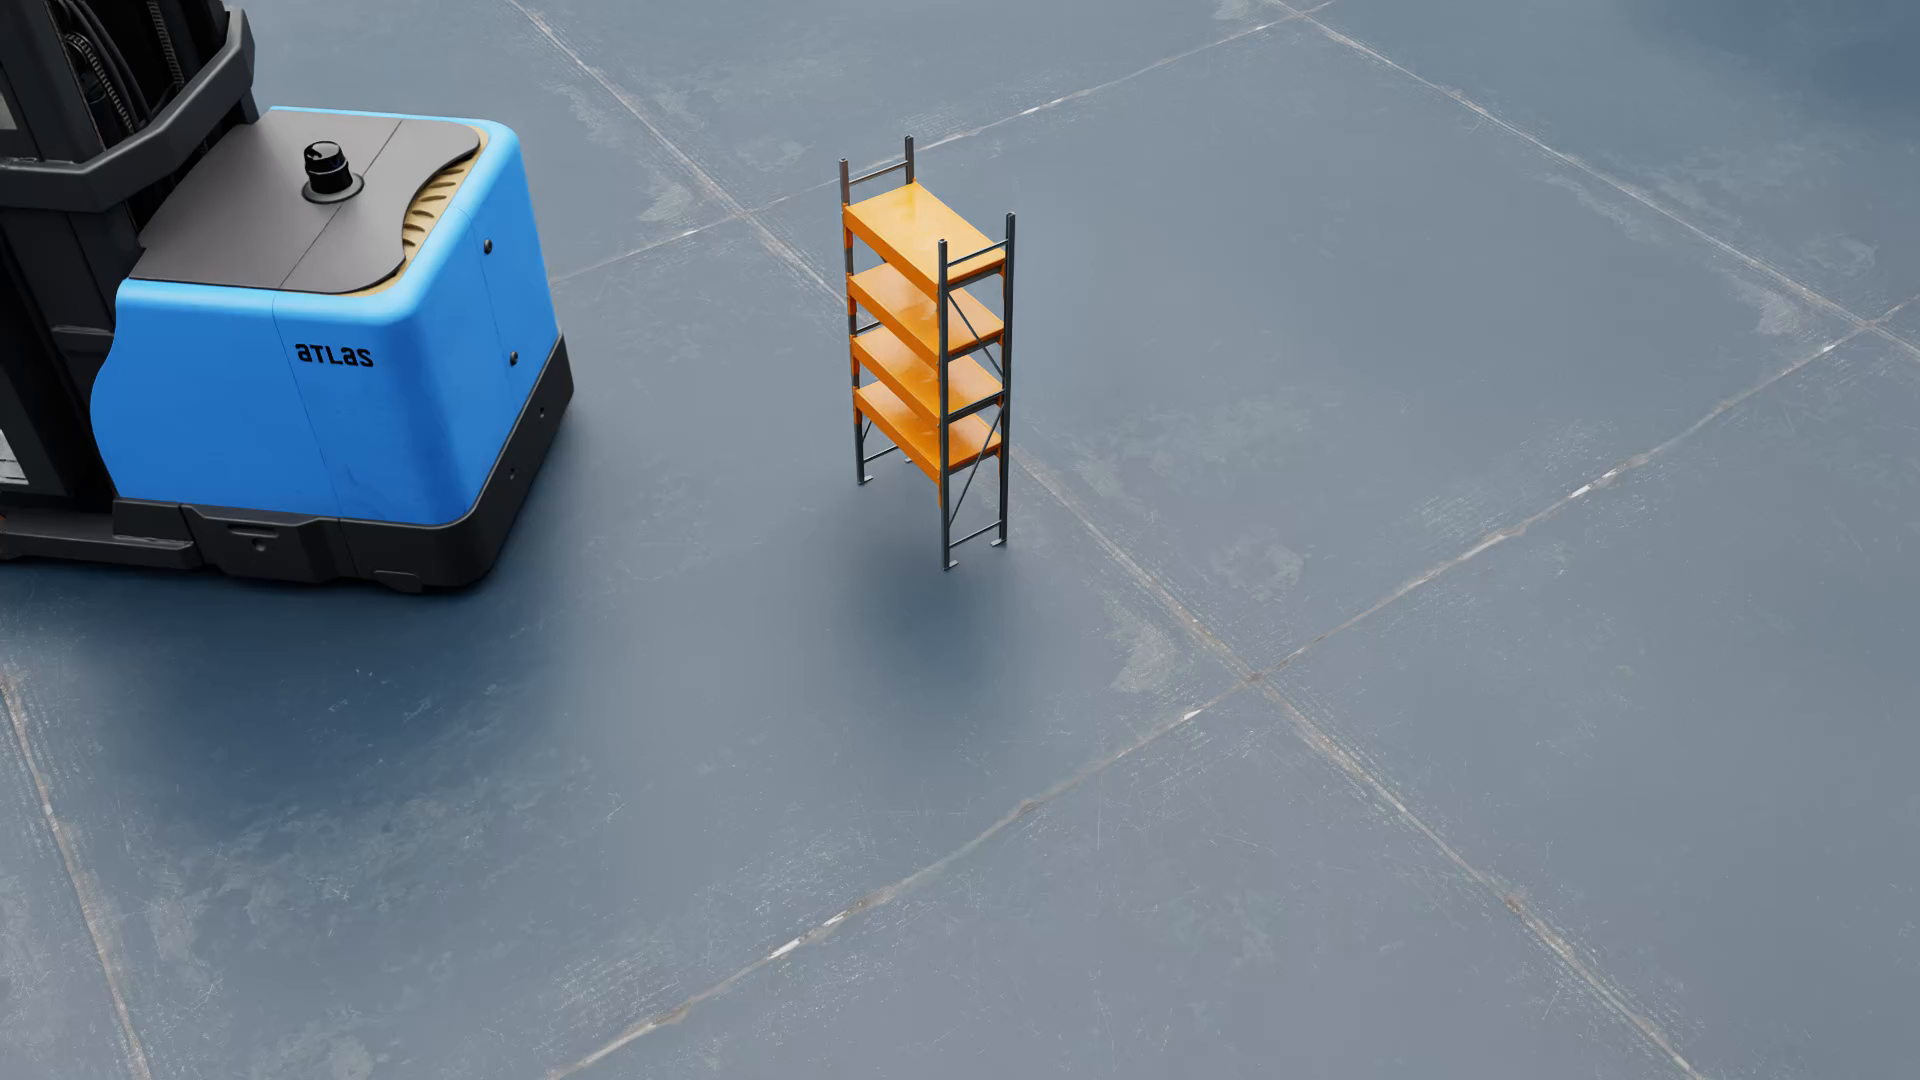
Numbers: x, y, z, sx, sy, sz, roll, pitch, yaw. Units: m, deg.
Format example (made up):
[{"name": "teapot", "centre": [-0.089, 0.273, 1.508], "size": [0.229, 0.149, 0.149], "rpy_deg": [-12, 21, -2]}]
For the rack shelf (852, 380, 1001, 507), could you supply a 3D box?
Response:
[{"name": "rack shelf", "centre": [-0.095, -0.335, 5.117], "size": [0.258, 0.148, 0.480], "rpy_deg": [-26, 49, -24]}]

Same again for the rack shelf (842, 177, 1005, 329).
[{"name": "rack shelf", "centre": [-0.095, -0.812, 4.663], "size": [0.258, 0.148, 0.480], "rpy_deg": [-26, 49, -24]}]

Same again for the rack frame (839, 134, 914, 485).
[{"name": "rack frame", "centre": [-0.234, -0.666, 5.079], "size": [0.240, 1.200, 0.015], "rpy_deg": [-26, 49, -24]}]

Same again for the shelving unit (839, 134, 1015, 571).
[{"name": "shelving unit", "centre": [-0.095, -0.528, 4.934], "size": [0.258, 1.200, 0.503], "rpy_deg": [-26, 49, -24]}]

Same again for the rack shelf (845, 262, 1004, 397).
[{"name": "rack shelf", "centre": [-0.095, -0.641, 4.826], "size": [0.258, 0.148, 0.480], "rpy_deg": [-26, 49, -24]}]

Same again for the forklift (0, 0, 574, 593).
[{"name": "forklift", "centre": [-2.875, -1.352, 4.544], "size": [3.031, 2.935, 1.130], "rpy_deg": [5, 44, 5]}]

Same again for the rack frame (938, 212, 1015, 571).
[{"name": "rack frame", "centre": [0.045, -0.390, 4.789], "size": [0.240, 1.200, 0.015], "rpy_deg": [-26, 49, -24]}]

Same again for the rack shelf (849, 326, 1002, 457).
[{"name": "rack shelf", "centre": [-0.095, -0.479, 4.980], "size": [0.258, 0.148, 0.480], "rpy_deg": [-26, 49, -24]}]
